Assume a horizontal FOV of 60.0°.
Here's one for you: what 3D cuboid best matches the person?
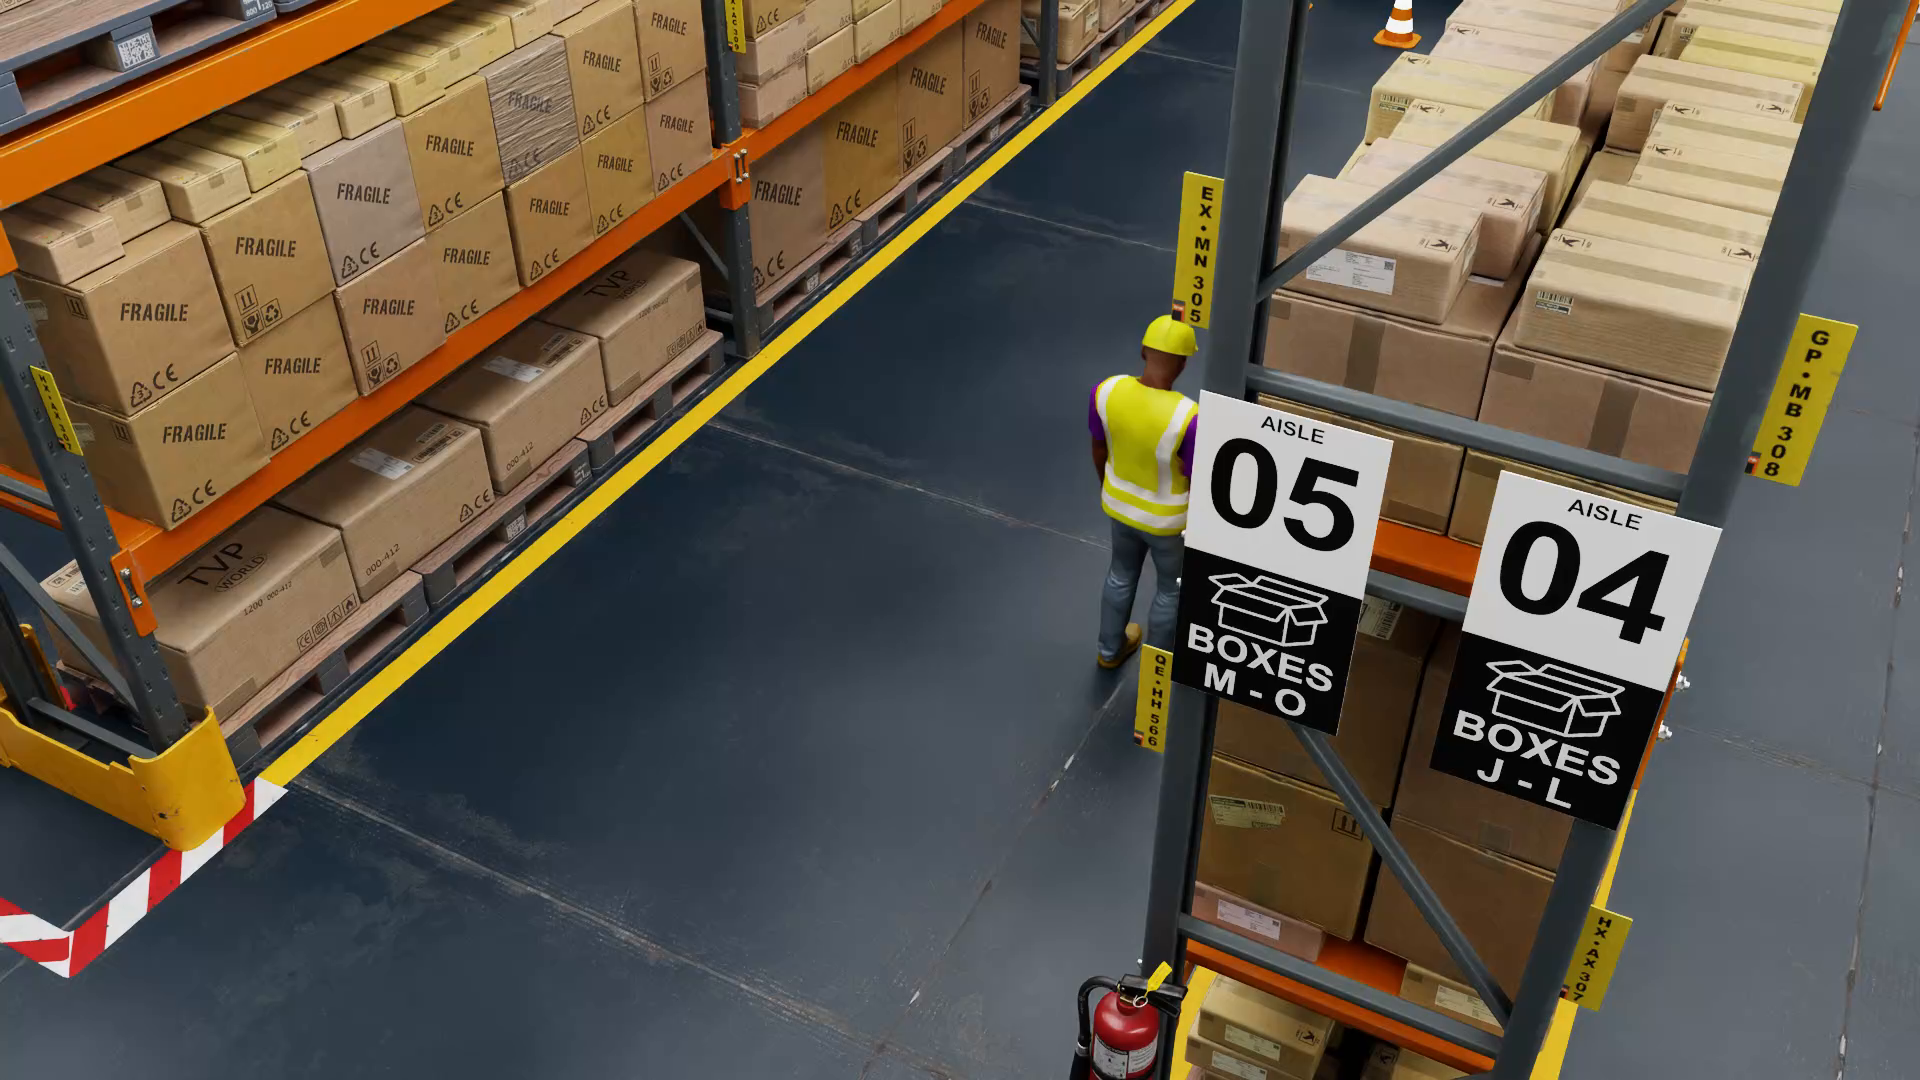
[{"bbox_3d":[0.793,-0.148,6.933,0.573,1.751,0.384,25,44,29],"label":"person"}]
